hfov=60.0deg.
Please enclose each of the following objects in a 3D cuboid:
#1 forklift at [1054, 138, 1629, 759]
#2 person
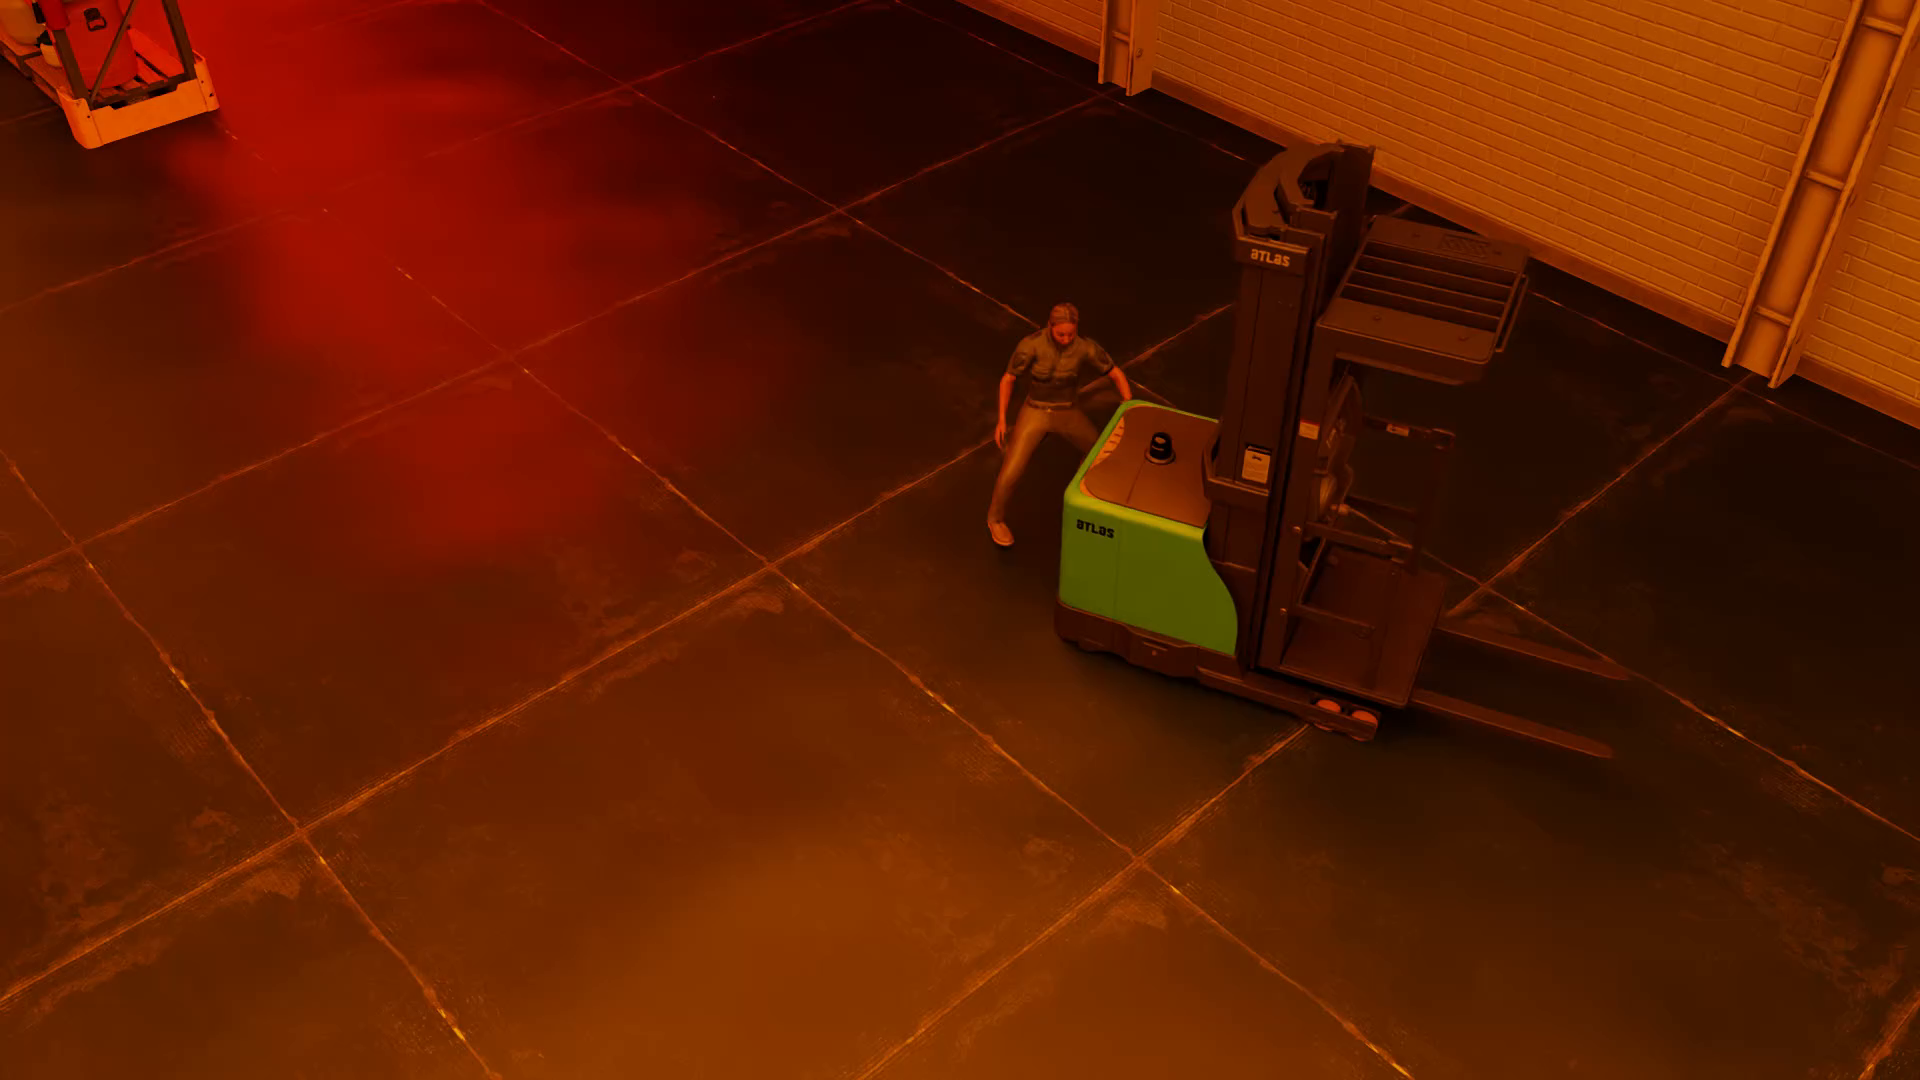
[{"bbox_3d":[2.098,-0.431,8.408,3.031,2.935,1.130,16,43,18],"label":"forklift"},{"bbox_3d":[0.610,-0.741,9.882,0.906,1.470,0.784,-2,41,-3],"label":"person"}]
